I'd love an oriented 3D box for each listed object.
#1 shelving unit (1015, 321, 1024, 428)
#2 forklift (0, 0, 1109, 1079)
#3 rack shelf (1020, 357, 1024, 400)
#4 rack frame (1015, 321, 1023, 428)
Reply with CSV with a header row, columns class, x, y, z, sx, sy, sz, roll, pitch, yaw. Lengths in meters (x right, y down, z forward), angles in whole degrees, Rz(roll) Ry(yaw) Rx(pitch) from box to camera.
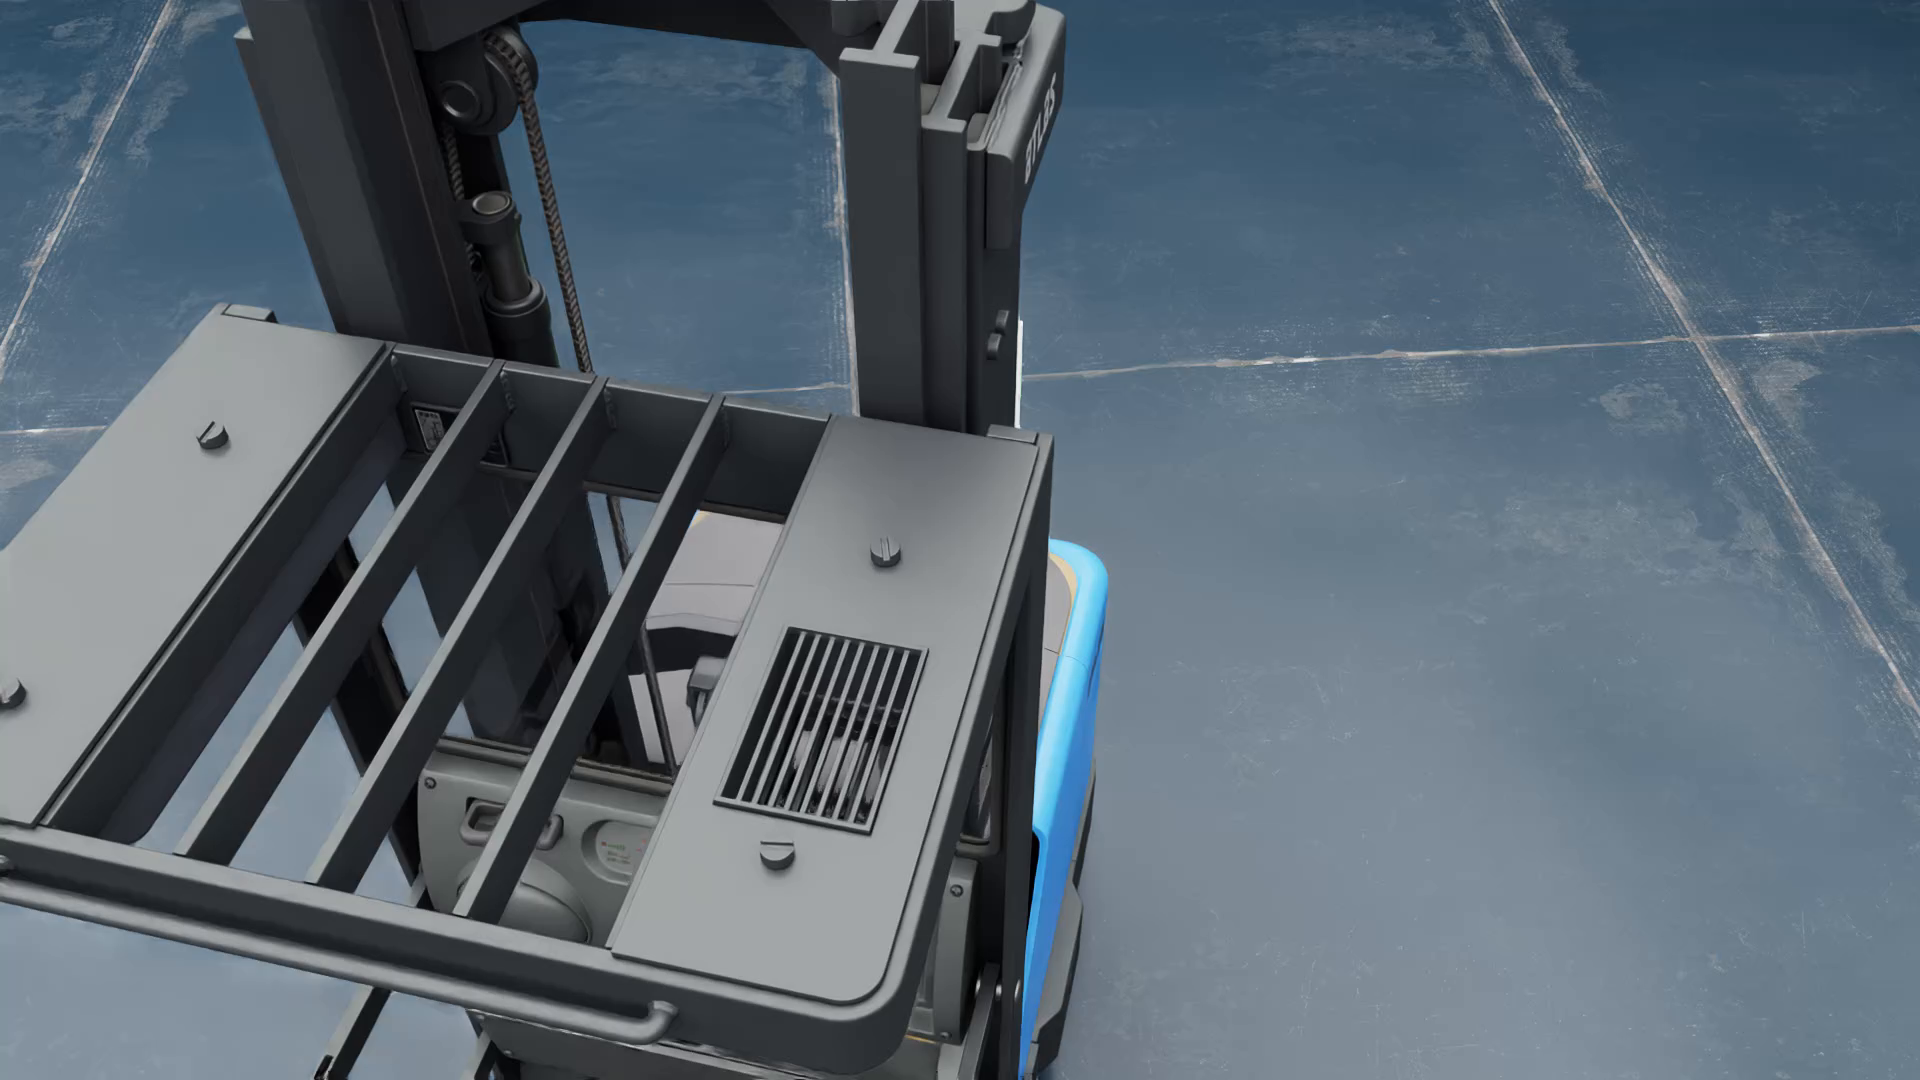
class,x,y,z,sx,sy,sz,roll,pitch,yaw
shelving unit,0.014,-0.293,4.701,0.258,1.200,0.503,-3,47,-3
forklift,-0.486,0.709,2.560,1.130,2.935,3.031,10,47,9
rack shelf,0.014,-0.579,4.399,0.258,0.148,0.480,-3,47,-3
rack frame,0.034,-0.116,4.534,0.240,1.200,0.015,-3,47,-3
